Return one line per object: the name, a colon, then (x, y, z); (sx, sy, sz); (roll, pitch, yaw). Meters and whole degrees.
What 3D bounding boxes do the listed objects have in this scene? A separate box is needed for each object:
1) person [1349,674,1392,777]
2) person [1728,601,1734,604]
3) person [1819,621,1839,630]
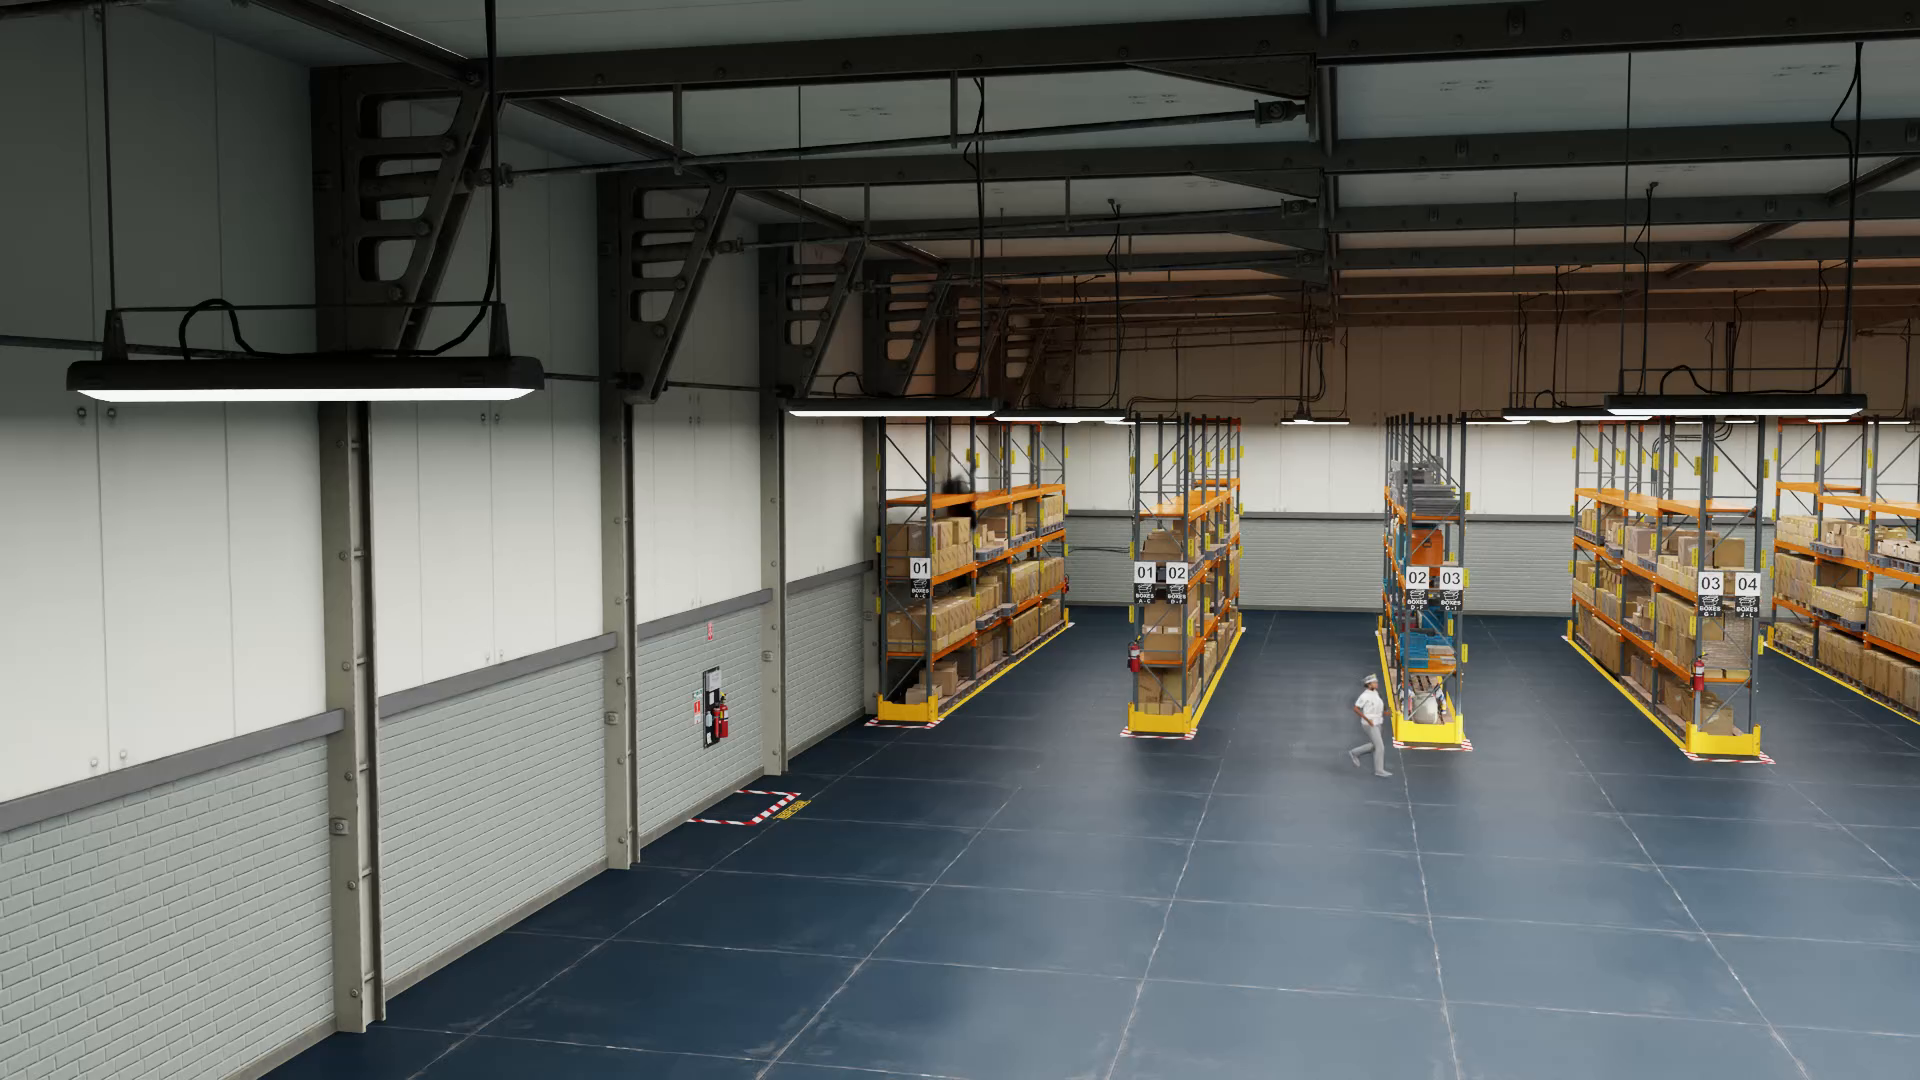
person: (6.758, 3.030, 27.414); (0.815, 1.666, 0.588); (3, 5, 40)
person: (20.181, 1.907, 44.013); (0.858, 1.664, 0.581); (-3, 5, -41)
person: (22.958, 1.847, 44.205); (0.762, 1.737, 0.967); (-2, 4, -22)
